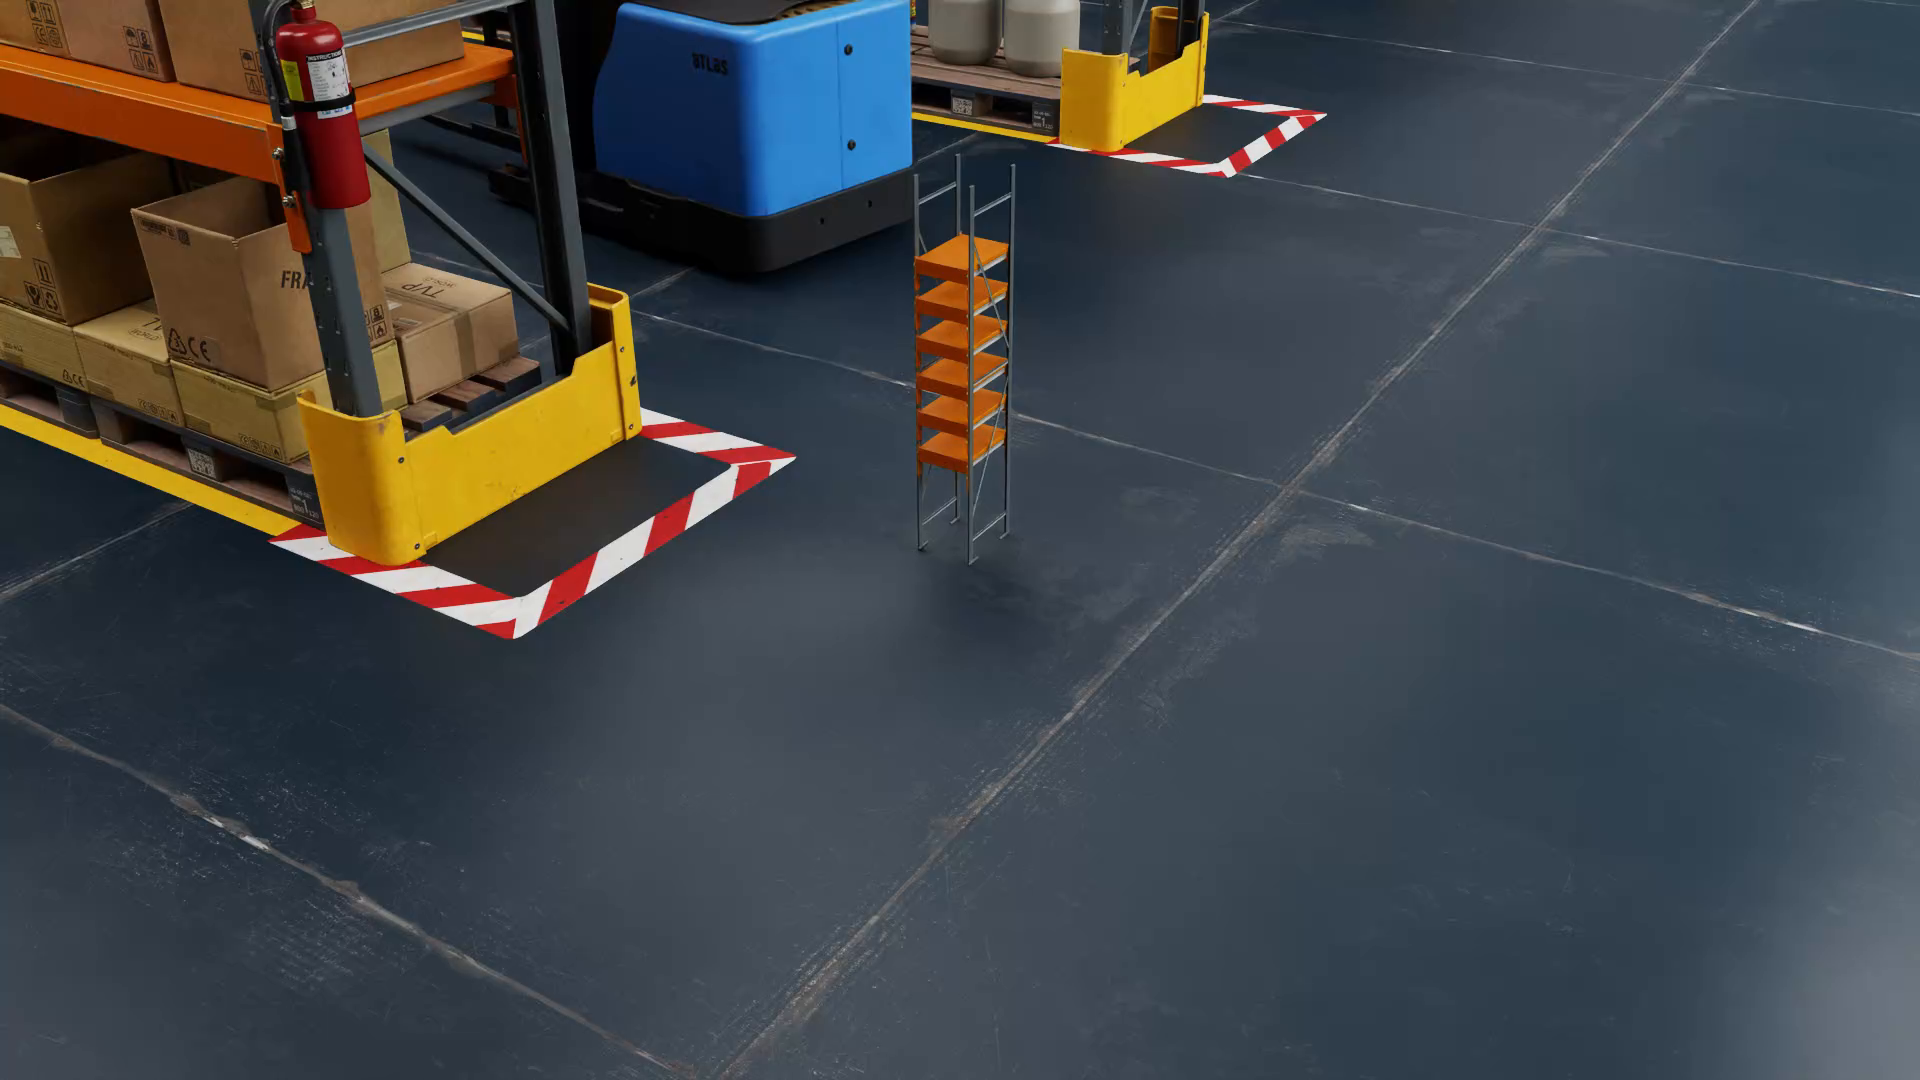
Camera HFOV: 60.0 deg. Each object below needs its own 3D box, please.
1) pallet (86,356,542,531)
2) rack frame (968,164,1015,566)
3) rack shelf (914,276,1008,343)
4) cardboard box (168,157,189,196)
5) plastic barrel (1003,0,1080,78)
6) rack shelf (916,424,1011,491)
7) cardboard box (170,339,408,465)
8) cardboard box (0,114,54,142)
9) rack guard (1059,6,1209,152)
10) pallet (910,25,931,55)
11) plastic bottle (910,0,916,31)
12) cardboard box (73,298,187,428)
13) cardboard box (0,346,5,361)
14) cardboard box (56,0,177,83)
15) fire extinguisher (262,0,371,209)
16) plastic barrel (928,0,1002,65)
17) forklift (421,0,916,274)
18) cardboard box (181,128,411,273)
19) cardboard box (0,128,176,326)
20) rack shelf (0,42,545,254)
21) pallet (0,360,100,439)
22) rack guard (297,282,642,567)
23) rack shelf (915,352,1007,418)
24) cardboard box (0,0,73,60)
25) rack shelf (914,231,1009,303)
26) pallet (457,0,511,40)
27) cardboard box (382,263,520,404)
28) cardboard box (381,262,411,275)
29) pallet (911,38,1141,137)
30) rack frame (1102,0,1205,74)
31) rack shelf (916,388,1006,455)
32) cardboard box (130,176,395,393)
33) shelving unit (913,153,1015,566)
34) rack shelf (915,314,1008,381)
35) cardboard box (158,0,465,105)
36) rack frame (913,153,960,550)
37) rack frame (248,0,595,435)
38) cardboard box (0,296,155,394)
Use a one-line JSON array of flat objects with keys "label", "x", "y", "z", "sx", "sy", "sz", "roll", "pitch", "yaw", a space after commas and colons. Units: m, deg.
[{"label": "pallet", "x": -2.255, "y": -0.486, "z": 5.873, "sx": 1.213, "sy": 0.211, "sz": 1.003, "roll": 18, "pitch": 35, "yaw": 27}, {"label": "rack frame", "x": 0.090, "y": -0.490, "z": 4.899, "sx": 0.006, "sy": 1.200, "sz": 0.240, "roll": 18, "pitch": 35, "yaw": 27}, {"label": "rack shelf", "x": 0.012, "y": -0.683, "z": 4.842, "sx": 0.180, "sy": 0.103, "sz": 0.258, "roll": 18, "pitch": 35, "yaw": 27}, {"label": "cardboard box", "x": -2.776, "y": -1.321, "z": 6.105, "sx": 0.500, "sy": 0.500, "sz": 0.500, "roll": 18, "pitch": 35, "yaw": 27}, {"label": "plastic barrel", "x": 0.454, "y": -2.867, "z": 9.239, "sx": 0.421, "sy": 0.512, "sz": 0.421, "roll": 0, "pitch": 30, "yaw": 0}, {"label": "rack shelf", "x": 0.012, "y": -0.269, "z": 5.084, "sx": 0.180, "sy": 0.103, "sz": 0.258, "roll": 18, "pitch": 35, "yaw": 27}, {"label": "cardboard box", "x": -2.196, "y": -0.514, "z": 5.467, "sx": 0.500, "sy": 0.250, "sz": 0.500, "roll": 18, "pitch": 35, "yaw": 27}, {"label": "cardboard box", "x": -3.475, "y": -1.234, "z": 5.956, "sx": 0.500, "sy": 0.500, "sz": 0.500, "roll": 18, "pitch": 35, "yaw": 27}, {"label": "rack guard", "x": 0.962, "y": -2.537, "z": 9.102, "sx": 0.348, "sy": 0.500, "sz": 1.175, "roll": 18, "pitch": 35, "yaw": 27}, {"label": "pallet", "x": -0.752, "y": -2.959, "z": 10.113, "sx": 1.213, "sy": 0.211, "sz": 1.003, "roll": 18, "pitch": 35, "yaw": 27}, {"label": "plastic bottle", "x": -0.318, "y": -3.247, "z": 10.109, "sx": 0.097, "sy": 0.271, "sz": 0.097, "roll": 0, "pitch": 30, "yaw": 0}, {"label": "cardboard box", "x": -2.626, "y": -0.643, "z": 5.688, "sx": 0.500, "sy": 0.250, "sz": 0.500, "roll": 18, "pitch": 35, "yaw": 27}, {"label": "cardboard box", "x": -3.473, "y": -0.911, "z": 6.147, "sx": 0.500, "sy": 0.250, "sz": 0.500, "roll": 18, "pitch": 35, "yaw": 27}, {"label": "cardboard box", "x": -2.421, "y": -1.816, "z": 5.286, "sx": 0.500, "sy": 0.500, "sz": 0.700, "roll": 19, "pitch": 35, "yaw": 29}, {"label": "fire extinguisher", "x": -1.732, "y": -1.240, "z": 4.475, "sx": 0.183, "sy": 0.674, "sz": 0.296, "roll": 18, "pitch": 35, "yaw": 27}, {"label": "plastic barrel", "x": 0.029, "y": -3.001, "z": 9.470, "sx": 0.421, "sy": 0.512, "sz": 0.421, "roll": 0, "pitch": 30, "yaw": 0}, {"label": "forklift", "x": -1.644, "y": -3.016, "z": 7.512, "sx": 3.031, "sy": 2.935, "sz": 1.130, "roll": 24, "pitch": 38, "yaw": 34}, {"label": "cardboard box", "x": -2.345, "y": -1.193, "z": 5.885, "sx": 0.500, "sy": 0.500, "sz": 0.500, "roll": 18, "pitch": 35, "yaw": 27}, {"label": "cardboard box", "x": -3.052, "y": -1.099, "z": 5.725, "sx": 0.500, "sy": 0.500, "sz": 0.500, "roll": 18, "pitch": 35, "yaw": 27}, {"label": "rack shelf", "x": -3.279, "y": -1.728, "z": 5.950, "sx": 4.000, "sy": 0.370, "sz": 1.077, "roll": 18, "pitch": 35, "yaw": 27}, {"label": "pallet", "x": -3.284, "y": -0.813, "z": 6.434, "sx": 1.213, "sy": 0.211, "sz": 1.003, "roll": 18, "pitch": 35, "yaw": 27}, {"label": "rack guard", "x": -1.565, "y": -0.417, "z": 5.469, "sx": 0.348, "sy": 0.500, "sz": 1.175, "roll": 18, "pitch": 35, "yaw": 27}, {"label": "rack shelf", "x": 0.012, "y": -0.476, "z": 4.963, "sx": 0.180, "sy": 0.103, "sz": 0.258, "roll": 18, "pitch": 35, "yaw": 27}, {"label": "cardboard box", "x": -2.838, "y": -1.951, "z": 5.518, "sx": 0.500, "sy": 0.500, "sz": 0.700, "roll": 18, "pitch": 35, "yaw": 28}, {"label": "rack shelf", "x": 0.012, "y": -0.787, "z": 4.782, "sx": 0.180, "sy": 0.103, "sz": 0.258, "roll": 18, "pitch": 35, "yaw": 27}, {"label": "pallet", "x": -3.022, "y": -3.677, "z": 11.344, "sx": 1.213, "sy": 0.211, "sz": 1.003, "roll": 18, "pitch": 35, "yaw": 27}, {"label": "cardboard box", "x": -1.921, "y": -0.736, "z": 5.846, "sx": 0.500, "sy": 0.250, "sz": 0.500, "roll": 18, "pitch": 35, "yaw": 27}, {"label": "cardboard box", "x": -2.346, "y": -0.868, "z": 6.073, "sx": 0.500, "sy": 0.250, "sz": 0.500, "roll": 18, "pitch": 35, "yaw": 27}, {"label": "pallet", "x": 0.277, "y": -2.632, "z": 9.552, "sx": 1.213, "sy": 0.211, "sz": 1.003, "roll": 18, "pitch": 35, "yaw": 27}, {"label": "rack frame", "x": 1.052, "y": -3.616, "z": 8.472, "sx": 0.127, "sy": 3.000, "sz": 1.000, "roll": 18, "pitch": 35, "yaw": 27}, {"label": "rack shelf", "x": 0.012, "y": -0.372, "z": 5.024, "sx": 0.180, "sy": 0.103, "sz": 0.258, "roll": 18, "pitch": 35, "yaw": 27}, {"label": "cardboard box", "x": -2.197, "y": -0.837, "z": 5.277, "sx": 0.500, "sy": 0.500, "sz": 0.500, "roll": 18, "pitch": 35, "yaw": 27}, {"label": "shelving unit", "x": 0.012, "y": -0.514, "z": 4.941, "sx": 0.189, "sy": 1.200, "sz": 0.258, "roll": 18, "pitch": 35, "yaw": 27}, {"label": "rack shelf", "x": 0.012, "y": -0.580, "z": 4.903, "sx": 0.180, "sy": 0.103, "sz": 0.258, "roll": 18, "pitch": 35, "yaw": 27}, {"label": "cardboard box", "x": -1.974, "y": -1.677, "z": 5.048, "sx": 0.500, "sy": 0.500, "sz": 0.700, "roll": 18, "pitch": 35, "yaw": 27}, {"label": "rack frame", "x": -0.065, "y": -0.539, "z": 4.983, "sx": 0.006, "sy": 1.200, "sz": 0.240, "roll": 18, "pitch": 35, "yaw": 27}, {"label": "rack frame", "x": -1.585, "y": -1.503, "z": 4.850, "sx": 0.127, "sy": 3.000, "sz": 1.000, "roll": 18, "pitch": 35, "yaw": 27}, {"label": "cardboard box", "x": -3.051, "y": -0.776, "z": 5.916, "sx": 0.500, "sy": 0.250, "sz": 0.500, "roll": 18, "pitch": 35, "yaw": 27}]
